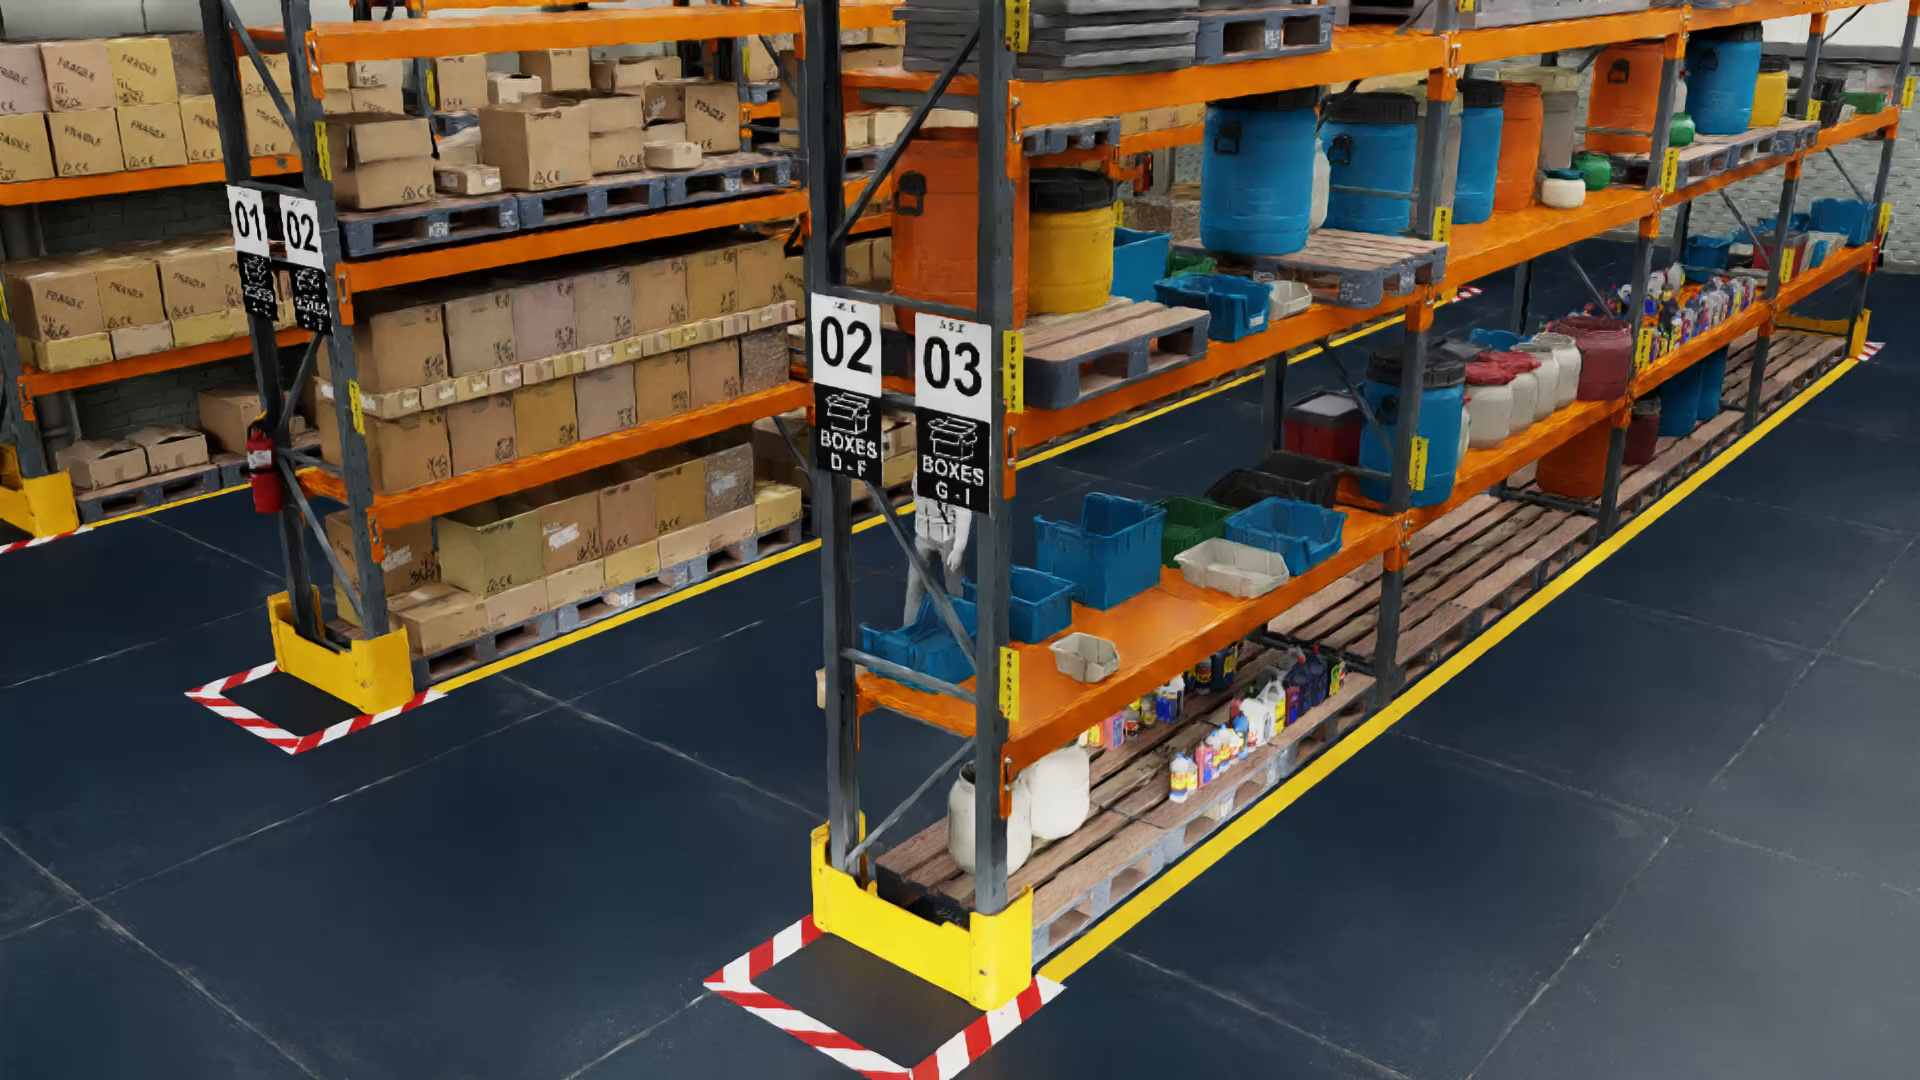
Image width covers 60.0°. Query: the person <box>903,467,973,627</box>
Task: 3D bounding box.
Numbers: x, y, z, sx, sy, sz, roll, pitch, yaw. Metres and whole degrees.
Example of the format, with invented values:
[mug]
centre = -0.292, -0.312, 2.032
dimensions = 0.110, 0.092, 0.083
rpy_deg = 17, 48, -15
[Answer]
[person]
centre = -0.166, 0.017, 10.957
dimensions = 0.482, 1.674, 0.686
rpy_deg = 15, 25, 34
